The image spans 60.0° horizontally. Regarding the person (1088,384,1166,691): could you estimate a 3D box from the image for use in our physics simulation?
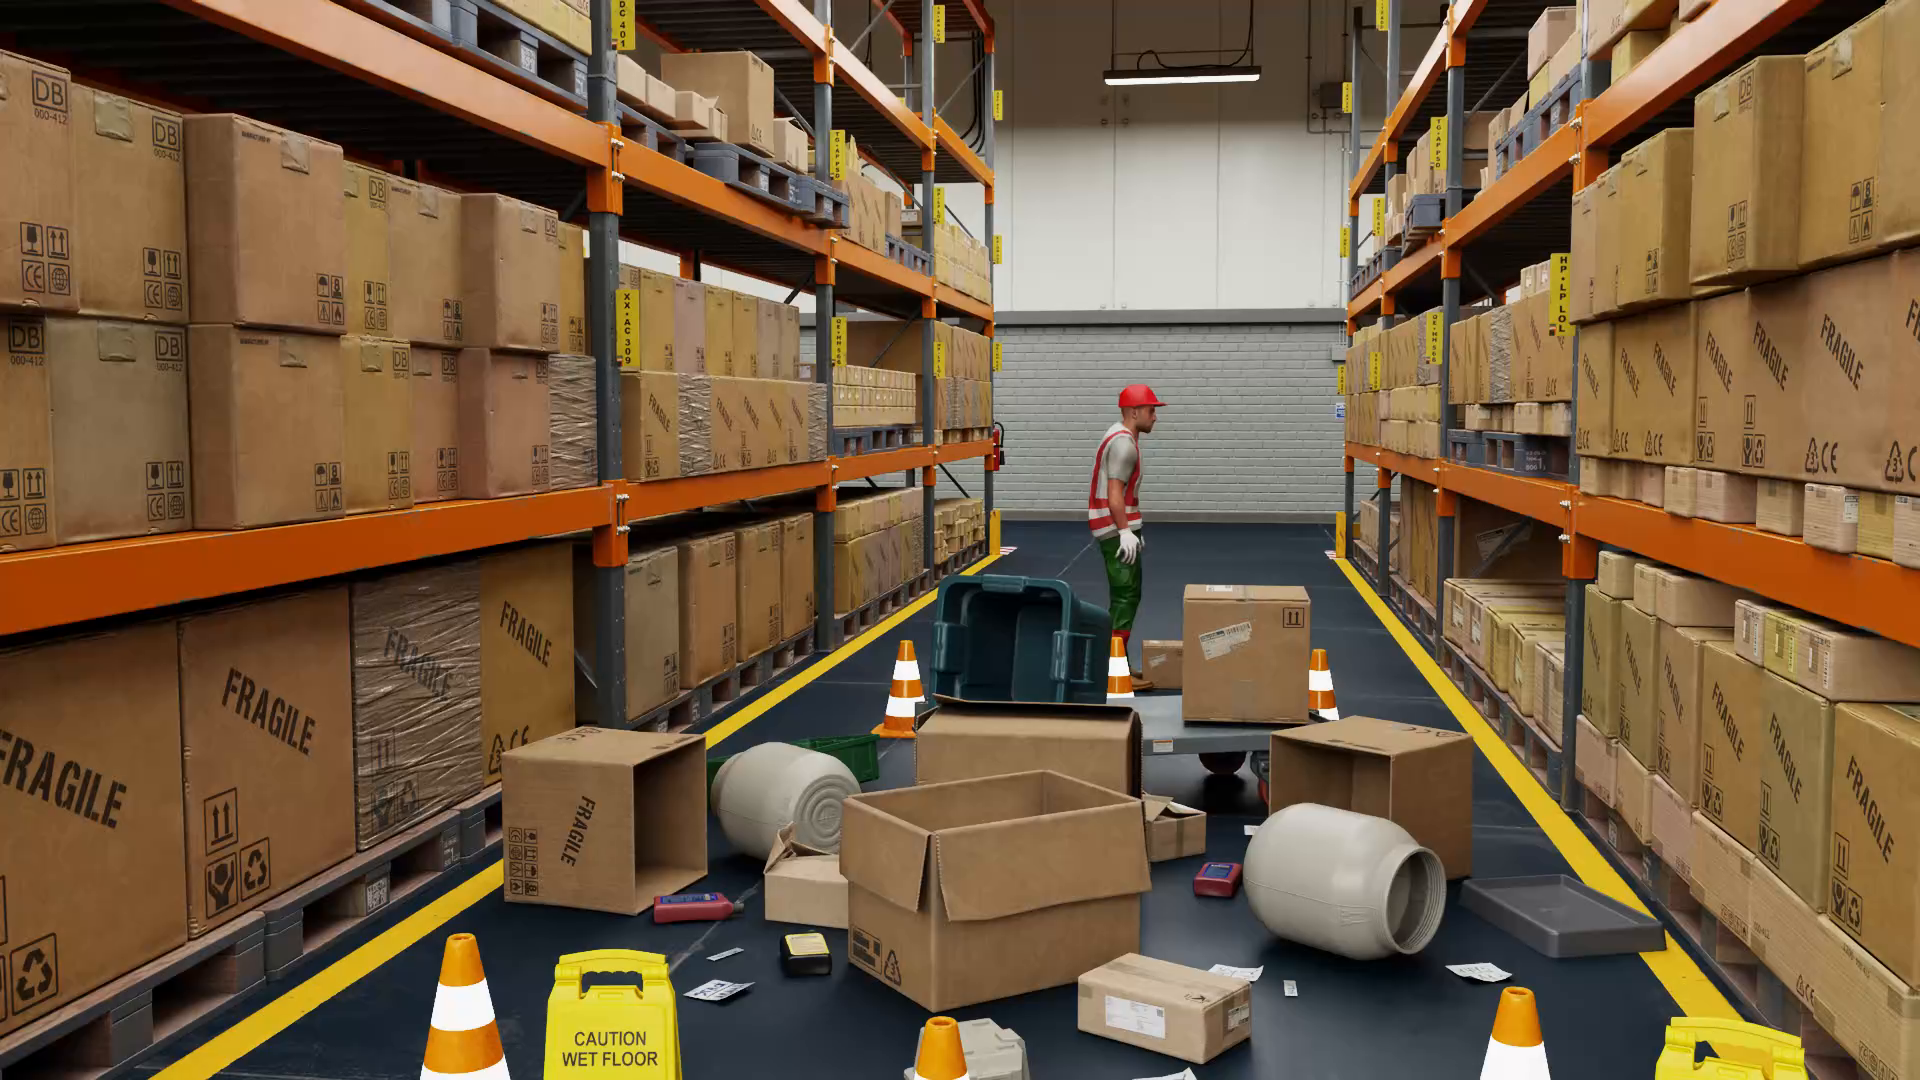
[{"bbox_3d":[0.983,-0.026,9.817,0.450,1.780,0.607,1,4,9],"label":"person"}]
